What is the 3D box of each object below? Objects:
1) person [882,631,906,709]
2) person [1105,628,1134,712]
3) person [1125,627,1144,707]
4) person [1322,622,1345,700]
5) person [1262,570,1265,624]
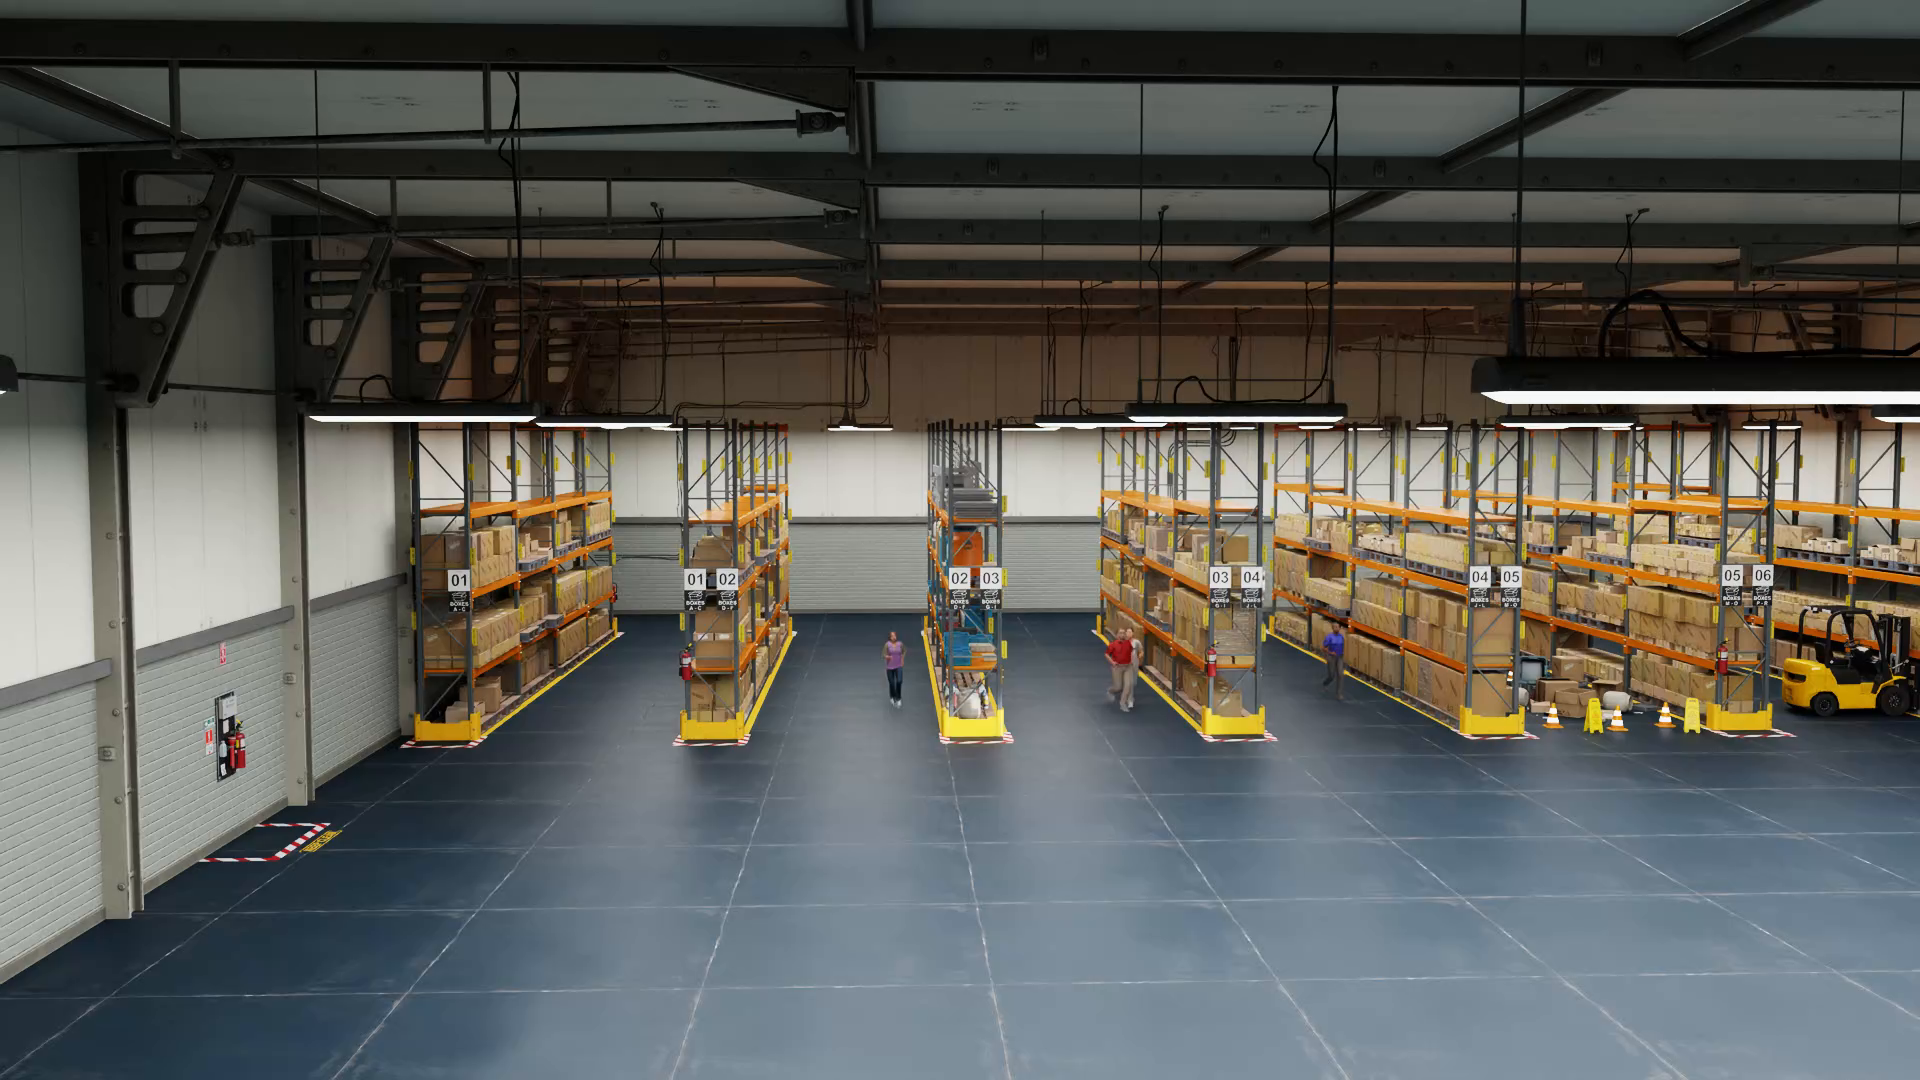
[{"bbox_3d":[-1.375,2.704,34.757,0.513,1.634,0.702,0,4,-5],"label":"person"},{"bbox_3d":[3.334,2.679,34.484,0.663,1.701,0.752,-1,4,-18],"label":"person"},{"bbox_3d":[3.597,2.660,35.093,0.564,1.662,0.765,0,4,3],"label":"person"},{"bbox_3d":[8.100,2.589,35.924,0.590,1.633,0.847,-1,4,-14],"label":"person"},{"bbox_3d":[8.734,1.737,49.093,0.581,1.719,0.802,0,4,6],"label":"person"}]
